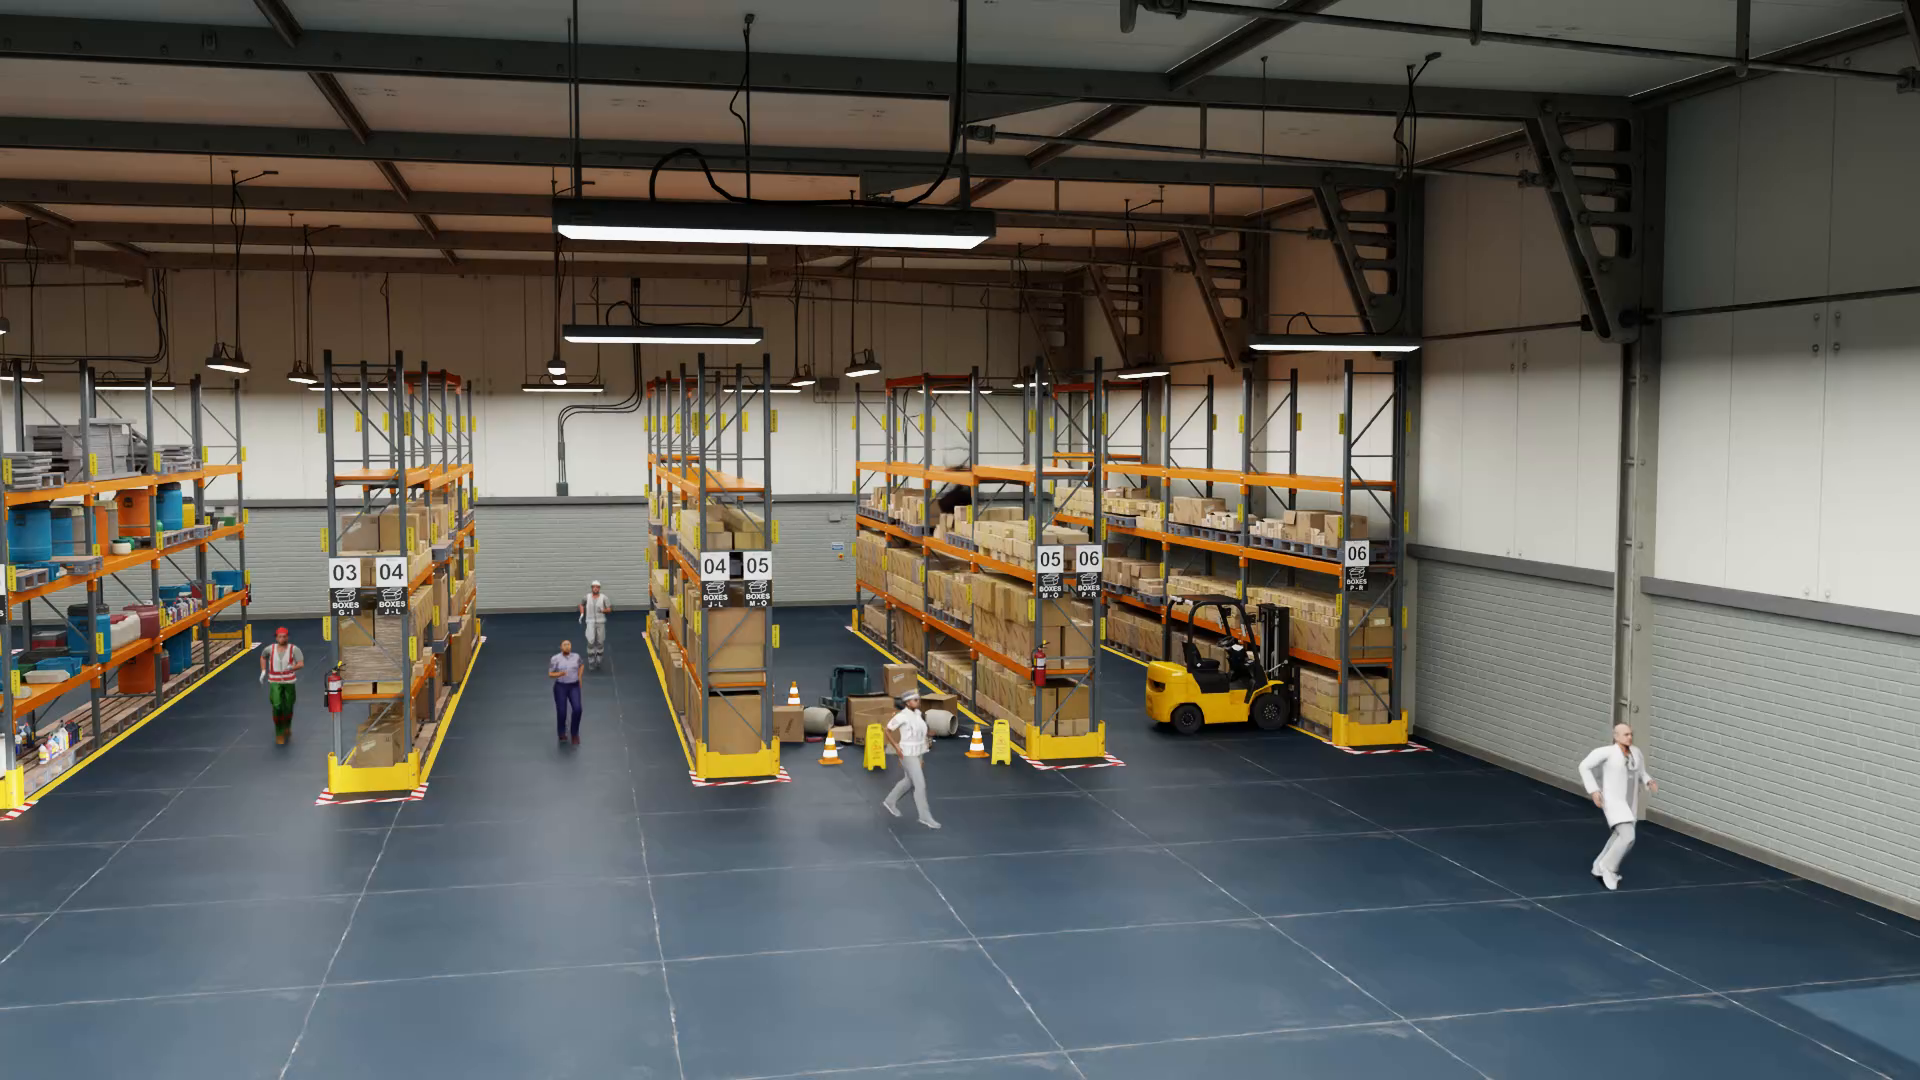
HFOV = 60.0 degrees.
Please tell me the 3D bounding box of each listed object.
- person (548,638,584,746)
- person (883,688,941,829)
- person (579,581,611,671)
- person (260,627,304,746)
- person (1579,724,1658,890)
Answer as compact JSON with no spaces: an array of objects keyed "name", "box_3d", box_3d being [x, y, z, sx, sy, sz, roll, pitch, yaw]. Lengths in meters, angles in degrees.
[{"name":"person","box_3d":[-6.136,2.384,26.008,0.582,1.695,0.680,-2,4,-22]},{"name":"person","box_3d":[-0.596,2.694,20.738,0.877,1.711,0.566,2,5,28]},{"name":"person","box_3d":[-7.454,1.745,33.994,0.647,1.836,0.761,-1,4,-13]},{"name":"person","box_3d":[-10.661,2.283,26.170,0.643,1.844,0.873,-2,4,-25]},{"name":"person","box_3d":[7.153,2.880,17.967,0.701,1.792,0.766,-2,4,-26]}]
